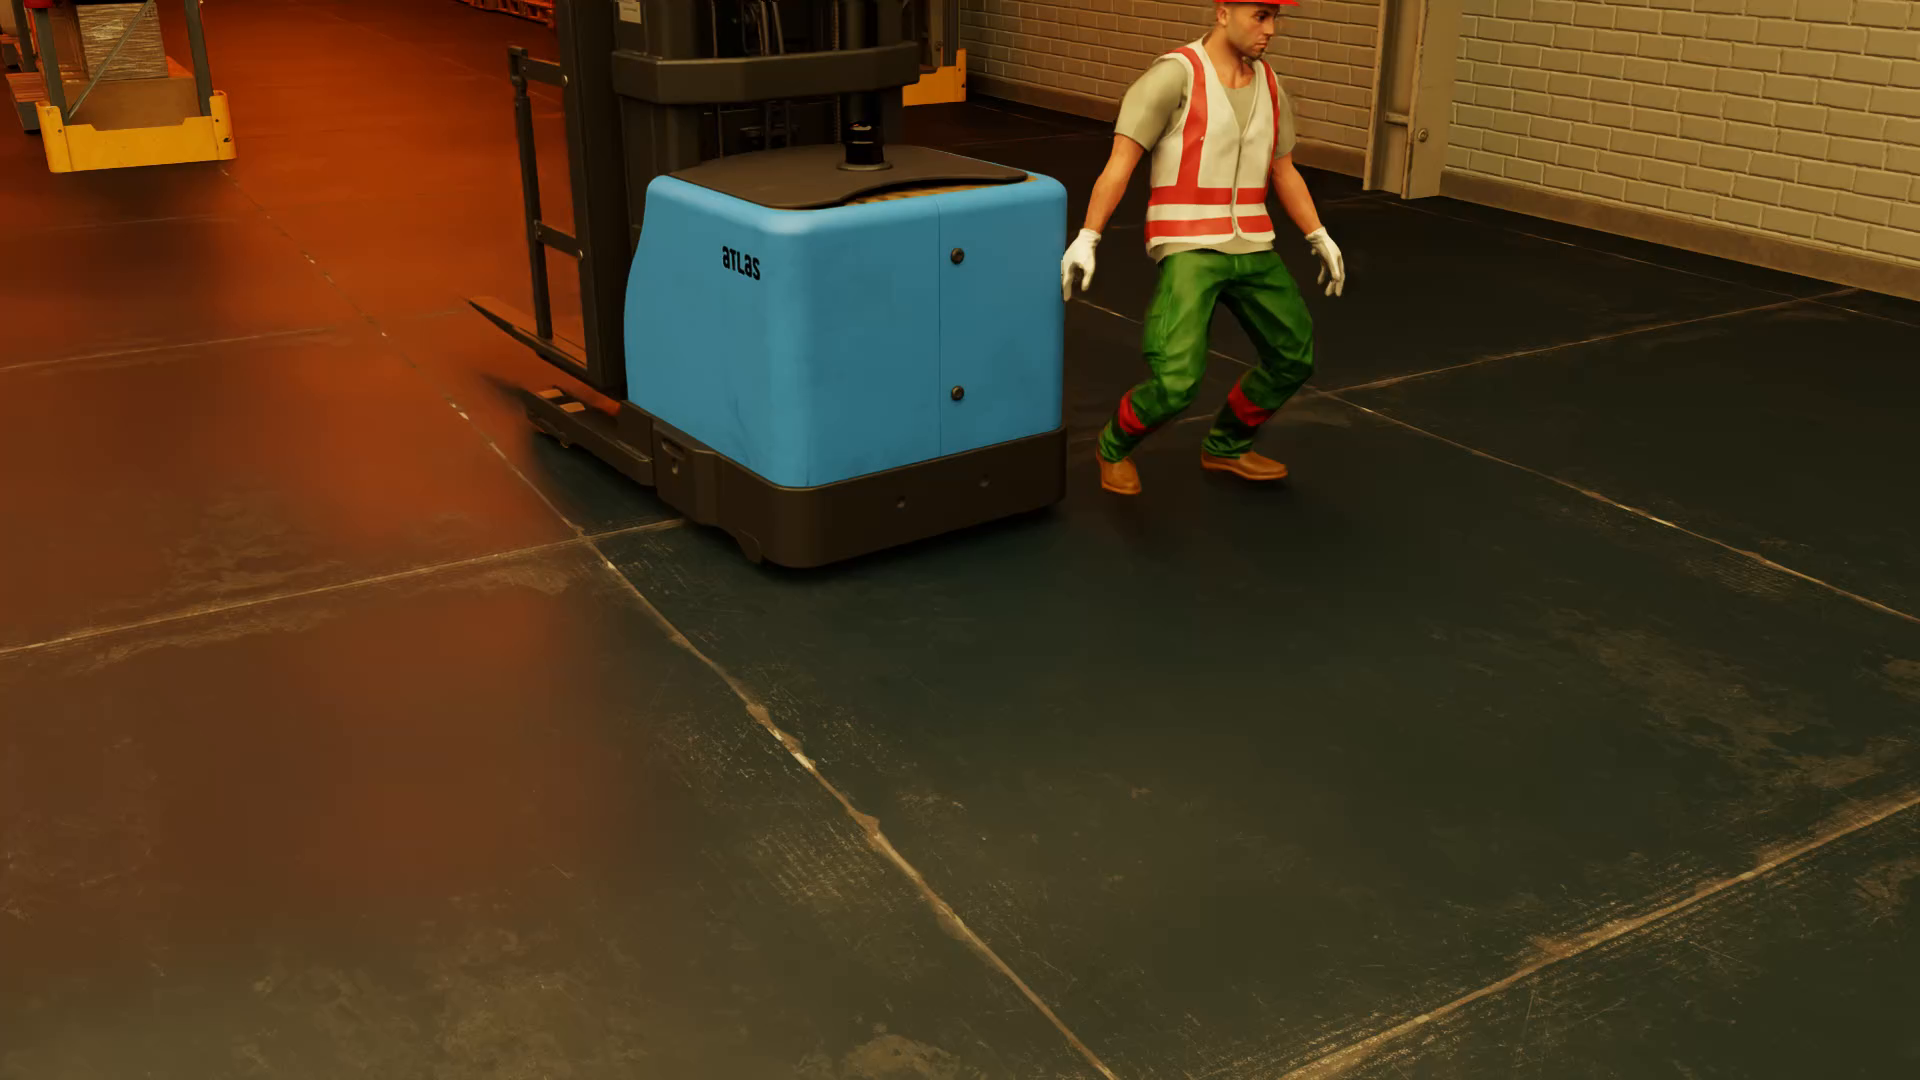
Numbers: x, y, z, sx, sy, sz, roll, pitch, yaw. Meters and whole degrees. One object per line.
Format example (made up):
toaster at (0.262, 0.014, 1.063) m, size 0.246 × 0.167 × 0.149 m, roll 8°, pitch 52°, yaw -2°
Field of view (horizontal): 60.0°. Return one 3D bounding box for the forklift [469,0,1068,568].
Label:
forklift at (-0.928, -1.776, 5.602) m, size 1.130 × 2.935 × 3.031 m, roll -15°, pitch 27°, yaw -32°

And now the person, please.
person at (0.758, -0.903, 5.062) m, size 0.935 × 1.660 × 0.502 m, roll -10°, pitch 24°, yaw -24°
